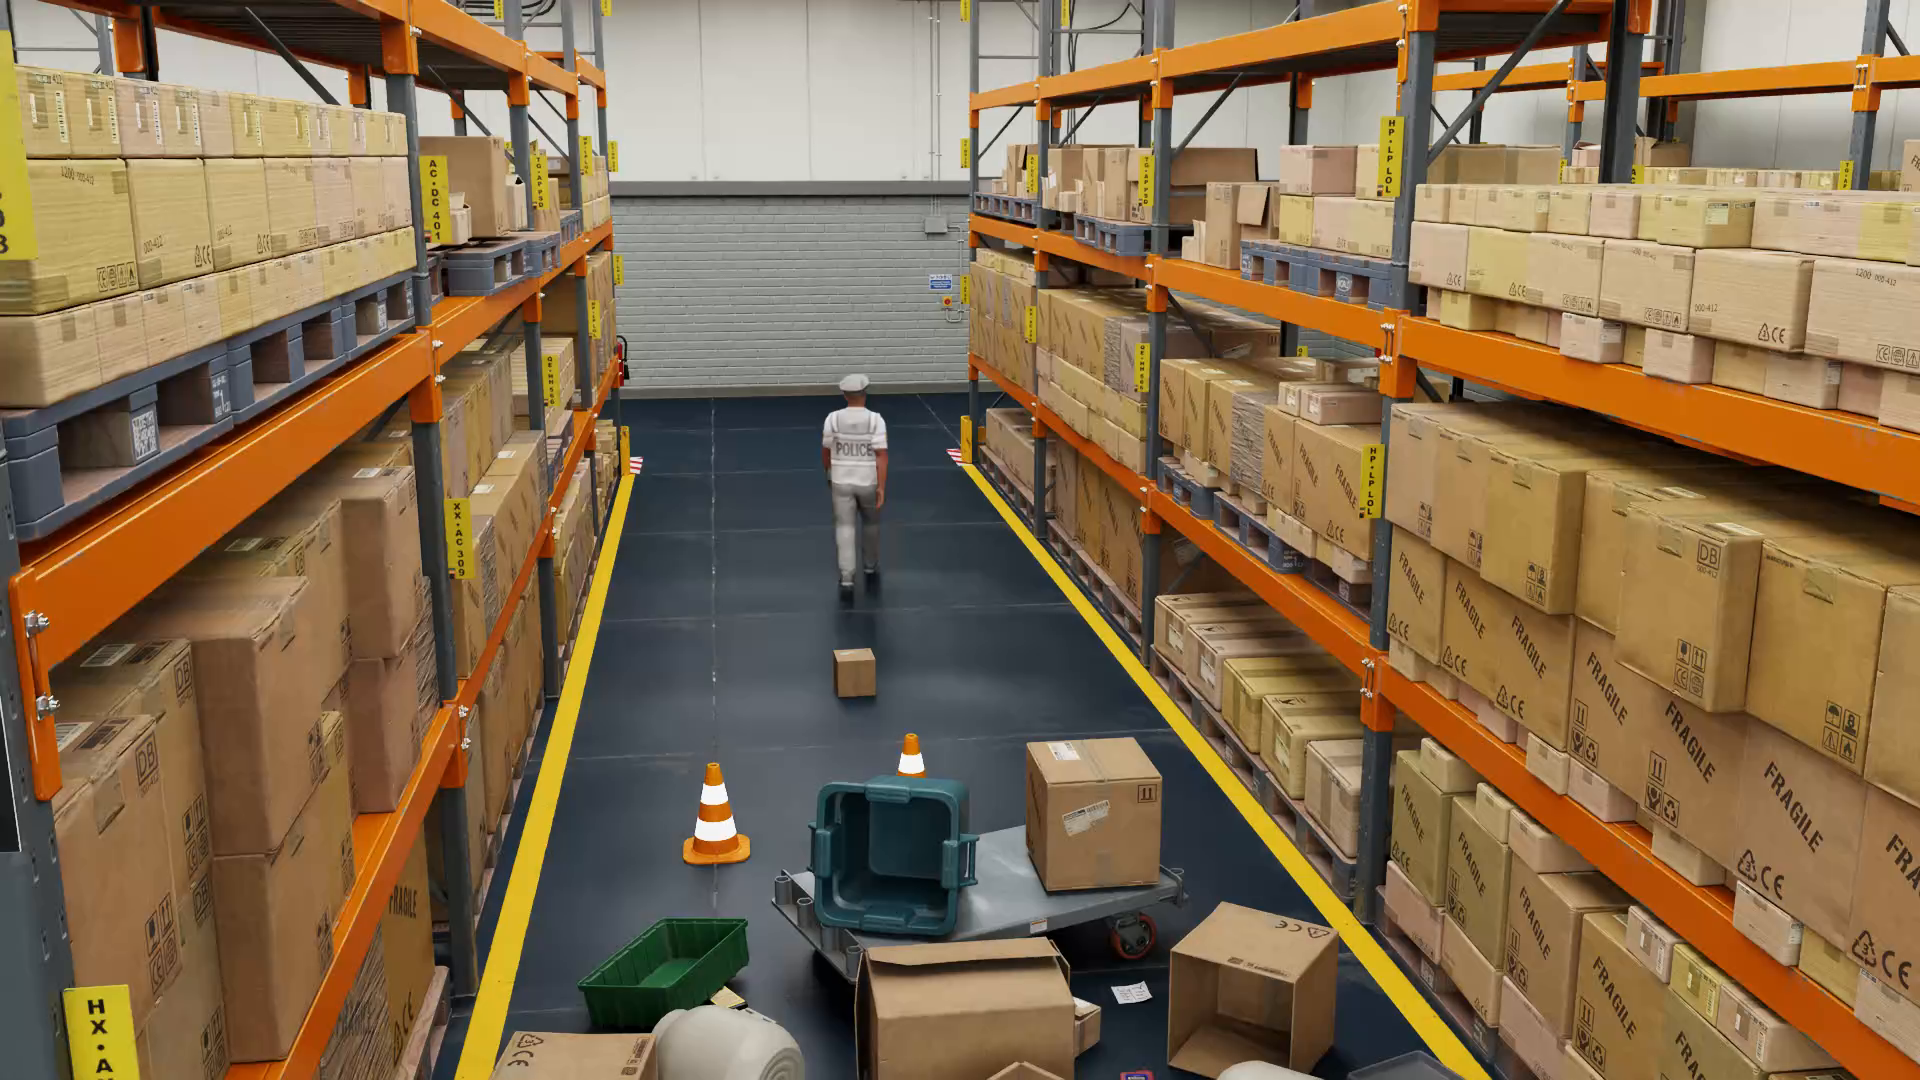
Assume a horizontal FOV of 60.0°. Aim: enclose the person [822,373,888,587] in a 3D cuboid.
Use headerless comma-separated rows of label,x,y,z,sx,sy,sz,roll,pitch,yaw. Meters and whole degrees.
person,-0.856,-0.505,13.578,0.537,1.718,1.081,-1,13,-3
